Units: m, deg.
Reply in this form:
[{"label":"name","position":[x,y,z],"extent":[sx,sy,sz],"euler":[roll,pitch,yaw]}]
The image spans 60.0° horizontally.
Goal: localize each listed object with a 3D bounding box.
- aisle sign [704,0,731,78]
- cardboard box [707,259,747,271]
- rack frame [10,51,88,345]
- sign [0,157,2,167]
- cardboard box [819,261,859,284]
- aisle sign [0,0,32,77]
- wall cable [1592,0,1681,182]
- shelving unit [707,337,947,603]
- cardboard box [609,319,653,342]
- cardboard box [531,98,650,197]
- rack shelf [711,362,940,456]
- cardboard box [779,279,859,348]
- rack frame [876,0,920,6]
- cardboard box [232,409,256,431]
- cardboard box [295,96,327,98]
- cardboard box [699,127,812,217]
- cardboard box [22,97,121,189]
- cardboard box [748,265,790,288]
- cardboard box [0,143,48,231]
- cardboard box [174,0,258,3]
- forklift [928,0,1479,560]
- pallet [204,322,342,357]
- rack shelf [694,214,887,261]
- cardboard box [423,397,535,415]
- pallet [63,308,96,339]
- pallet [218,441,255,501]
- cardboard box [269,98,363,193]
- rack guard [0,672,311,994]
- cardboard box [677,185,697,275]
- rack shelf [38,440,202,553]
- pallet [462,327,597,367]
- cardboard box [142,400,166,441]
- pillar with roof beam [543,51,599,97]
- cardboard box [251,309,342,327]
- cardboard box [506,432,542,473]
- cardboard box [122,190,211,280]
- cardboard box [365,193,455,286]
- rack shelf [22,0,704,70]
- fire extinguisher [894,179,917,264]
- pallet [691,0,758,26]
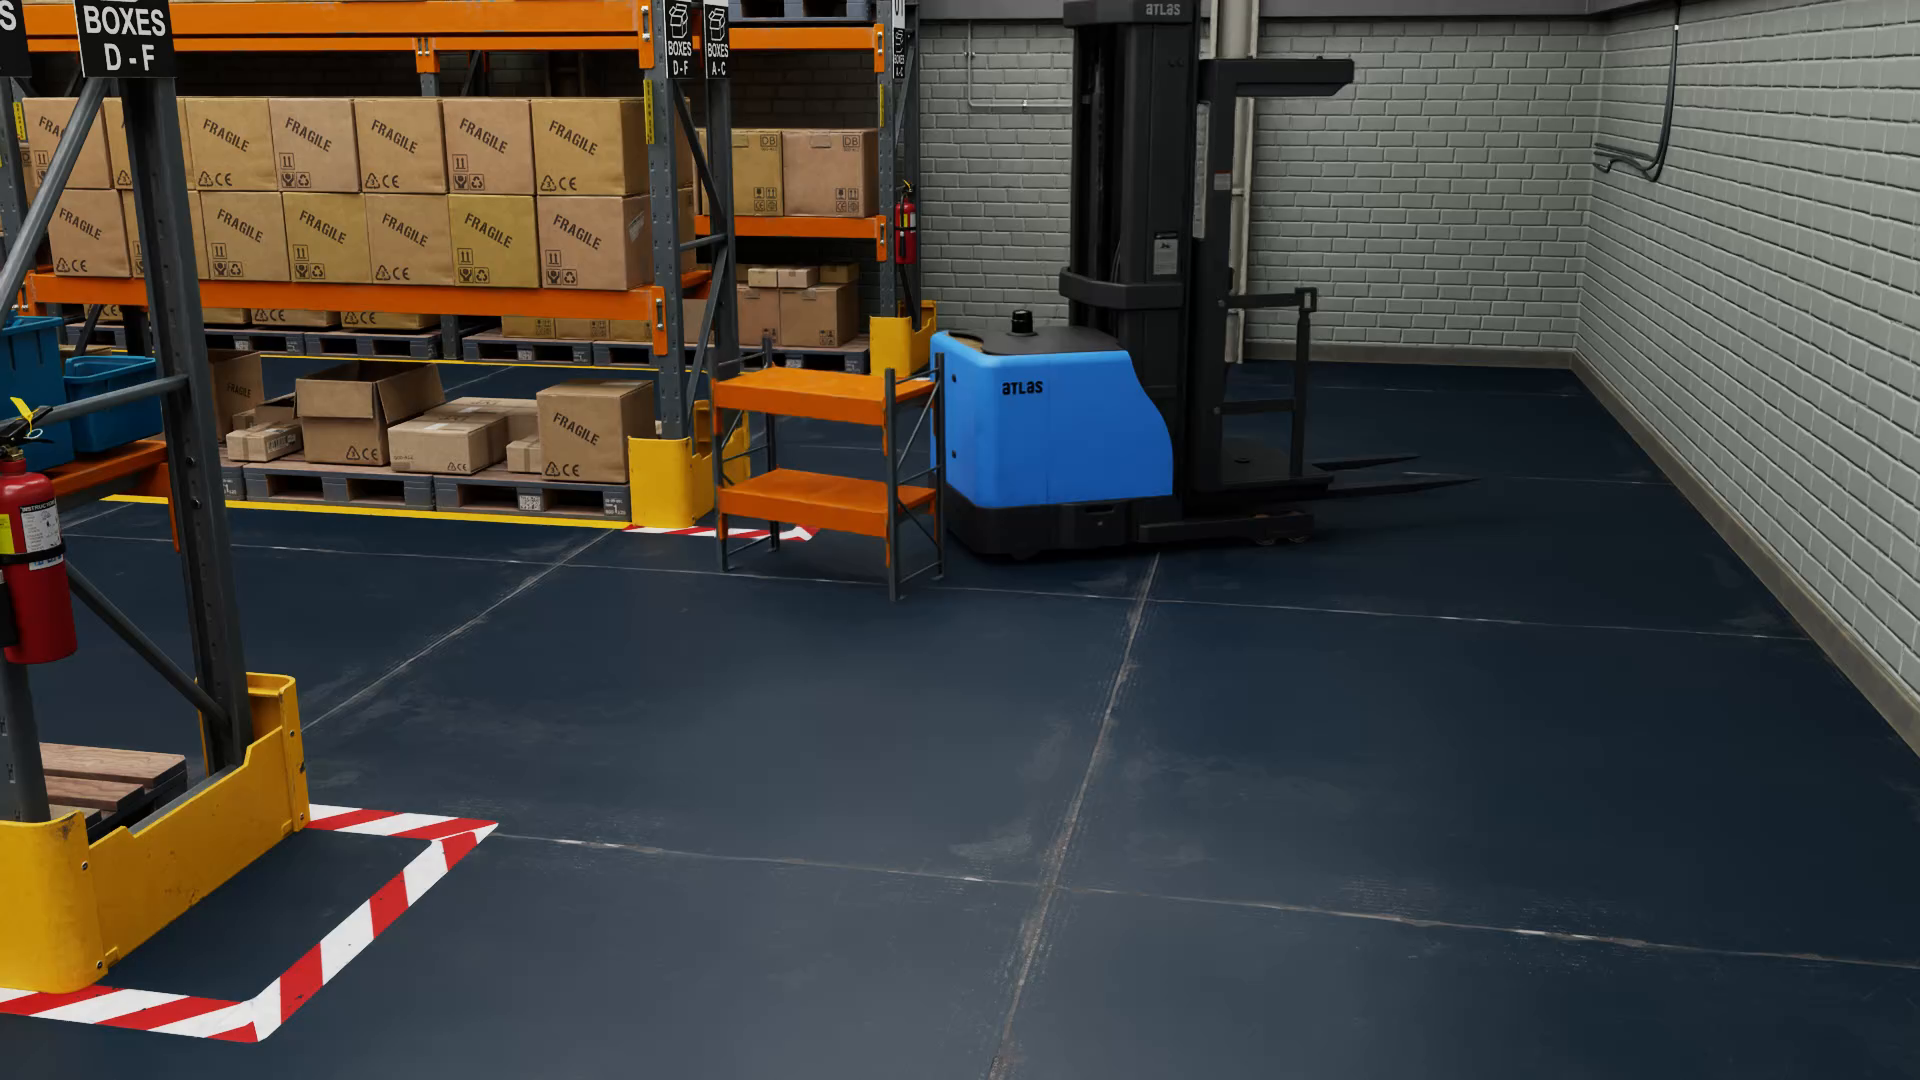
[{"label":"aisle sign","position":[-1.362,-2.988,9.288],"extent":[0.004,0.787,0.394],"euler":[3,16,11]},{"label":"cardboard box","position":[-2.039,-2.378,14.639],"extent":[0.250,0.149,0.380],"euler":[3,16,12]},{"label":"rack frame","position":[-8.344,-3.383,15.586],"extent":[0.127,3.000,1.000],"euler":[3,16,11]},{"label":"sign","position":[-5.514,-2.287,9.460],"extent":[0.005,0.325,0.100],"euler":[3,16,11]},{"label":"cardboard box","position":[-1.048,-2.325,14.446],"extent":[0.250,0.149,0.380],"euler":[3,16,11]},{"label":"aisle sign","position":[-2.466,-1.538,4.057],"extent":[0.004,0.787,0.394],"euler":[3,16,11]},{"label":"wall cable","position":[4.967,-3.958,12.240],"extent":[0.112,2.526,3.097],"euler":[3,16,11]},{"label":"shelving unit","position":[-0.648,-0.369,8.197],"extent":[1.048,1.125,0.538],"euler":[8,19,28]},{"label":"cardboard box","position":[-2.717,-2.046,14.655],"extent":[0.500,0.500,0.700],"euler":[3,16,12]},{"label":"cardboard box","position":[-1.978,-2.143,9.050],"extent":[0.500,0.500,0.500],"euler":[3,16,11]},{"label":"rack shelf","position":[-0.651,-0.650,8.114],"extent":[1.000,0.278,0.538],"euler":[8,19,28]},{"label":"cardboard box","position":[-1.210,-1.966,14.368],"extent":[0.500,0.500,0.700],"euler":[3,16,11]},{"label":"rack frame","position":[-0.504,-5.849,13.249],"extent":[0.127,3.000,1.000],"euler":[3,16,11]},{"label":"cardboard box","position":[-4.413,-0.752,10.604],"extent":[0.250,0.149,0.380],"euler":[3,16,11]},{"label":"cardboard box","position":[-3.864,-2.392,9.947],"extent":[0.500,0.500,0.500],"euler":[3,16,12]},{"label":"cardboard box","position":[-1.721,-3.162,14.228],"extent":[0.700,0.700,0.980],"euler":[3,16,11]},{"label":"cardboard box","position":[-5.002,-2.306,9.636],"extent":[0.500,0.500,0.500],"euler":[4,16,13]},{"label":"cardboard box","position":[-1.623,-2.252,14.182],"extent":[0.250,0.149,0.380],"euler":[4,16,13]},{"label":"cardboard box","position":[-5.827,-2.209,10.372],"extent":[0.500,0.500,0.700],"euler":[-2,16,-8]},{"label":"cardboard box","position":[-4.001,-3.102,9.235],"extent":[0.500,0.250,0.500],"euler":[3,16,11]},{"label":"forklift","position":[1.396,-1.513,8.965],"extent":[3.031,2.935,1.130],"euler":[-5,16,-16]},{"label":"pallet","position":[-6.394,-1.912,15.500],"extent":[1.213,0.211,1.003],"euler":[3,16,11]},{"label":"rack shelf","position":[-2.464,-2.717,14.530],"extent":[4.000,0.370,1.077],"euler":[3,16,11]},{"label":"cardboard box","position":[-2.944,-0.705,10.244],"extent":[0.500,0.250,0.500],"euler":[3,16,11]},{"label":"pallet","position":[-9.109,-2.081,16.110],"extent":[1.213,0.211,1.003],"euler":[3,16,11]},{"label":"pallet","position":[-4.734,-0.494,10.379],"extent":[1.213,0.211,1.003],"euler":[3,16,11]},{"label":"cardboard box","position":[-3.486,-2.224,9.340],"extent":[0.500,0.500,0.500],"euler":[4,16,13]},{"label":"rack guard","position":[-2.452,0.837,5.035],"extent":[0.348,0.500,1.175],"euler":[3,16,11]},{"label":"cardboard box","position":[-1.870,-1.802,9.692],"extent":[0.500,0.500,0.500],"euler":[3,16,12]},{"label":"rack shelf","position":[-4.438,-0.126,5.174],"extent":[4.000,0.370,1.077],"euler":[3,16,11]},{"label":"pallet","position":[-3.694,-1.766,14.971],"extent":[1.213,0.211,1.003],"euler":[3,16,11]},{"label":"cardboard box","position":[-5.039,-0.712,10.155],"extent":[0.500,0.311,0.500],"euler":[3,16,11]},{"label":"pillar with roof beam","position":[-4.423,-5.124,10.634],"extent":[0.400,9.000,9.100],"euler":[3,16,11]},{"label":"cardboard box","position":[-5.958,-2.384,15.219],"extent":[0.750,0.750,0.750],"euler":[4,16,13]},{"label":"cardboard box","position":[-2.448,-0.518,9.725],"extent":[0.250,0.166,0.380],"euler":[3,16,11]},{"label":"cardboard box","position":[-4.460,-1.798,9.675],"extent":[0.500,0.500,0.500],"euler":[3,16,12]},{"label":"cardboard box","position":[-2.978,-1.717,9.384],"extent":[0.500,0.500,0.500],"euler":[3,16,12]},{"label":"rack shelf","position":[-3.447,-2.867,9.451],"extent":[4.000,0.370,1.077],"euler":[3,16,11]},{"label":"fire extinguisher","position":[-0.448,-2.612,13.645],"extent":[0.183,0.674,0.296],"euler":[3,16,11]},{"label":"pallet","position":[-2.432,-4.461,14.026],"extent":[1.213,0.211,1.003],"euler":[3,16,11]}]
